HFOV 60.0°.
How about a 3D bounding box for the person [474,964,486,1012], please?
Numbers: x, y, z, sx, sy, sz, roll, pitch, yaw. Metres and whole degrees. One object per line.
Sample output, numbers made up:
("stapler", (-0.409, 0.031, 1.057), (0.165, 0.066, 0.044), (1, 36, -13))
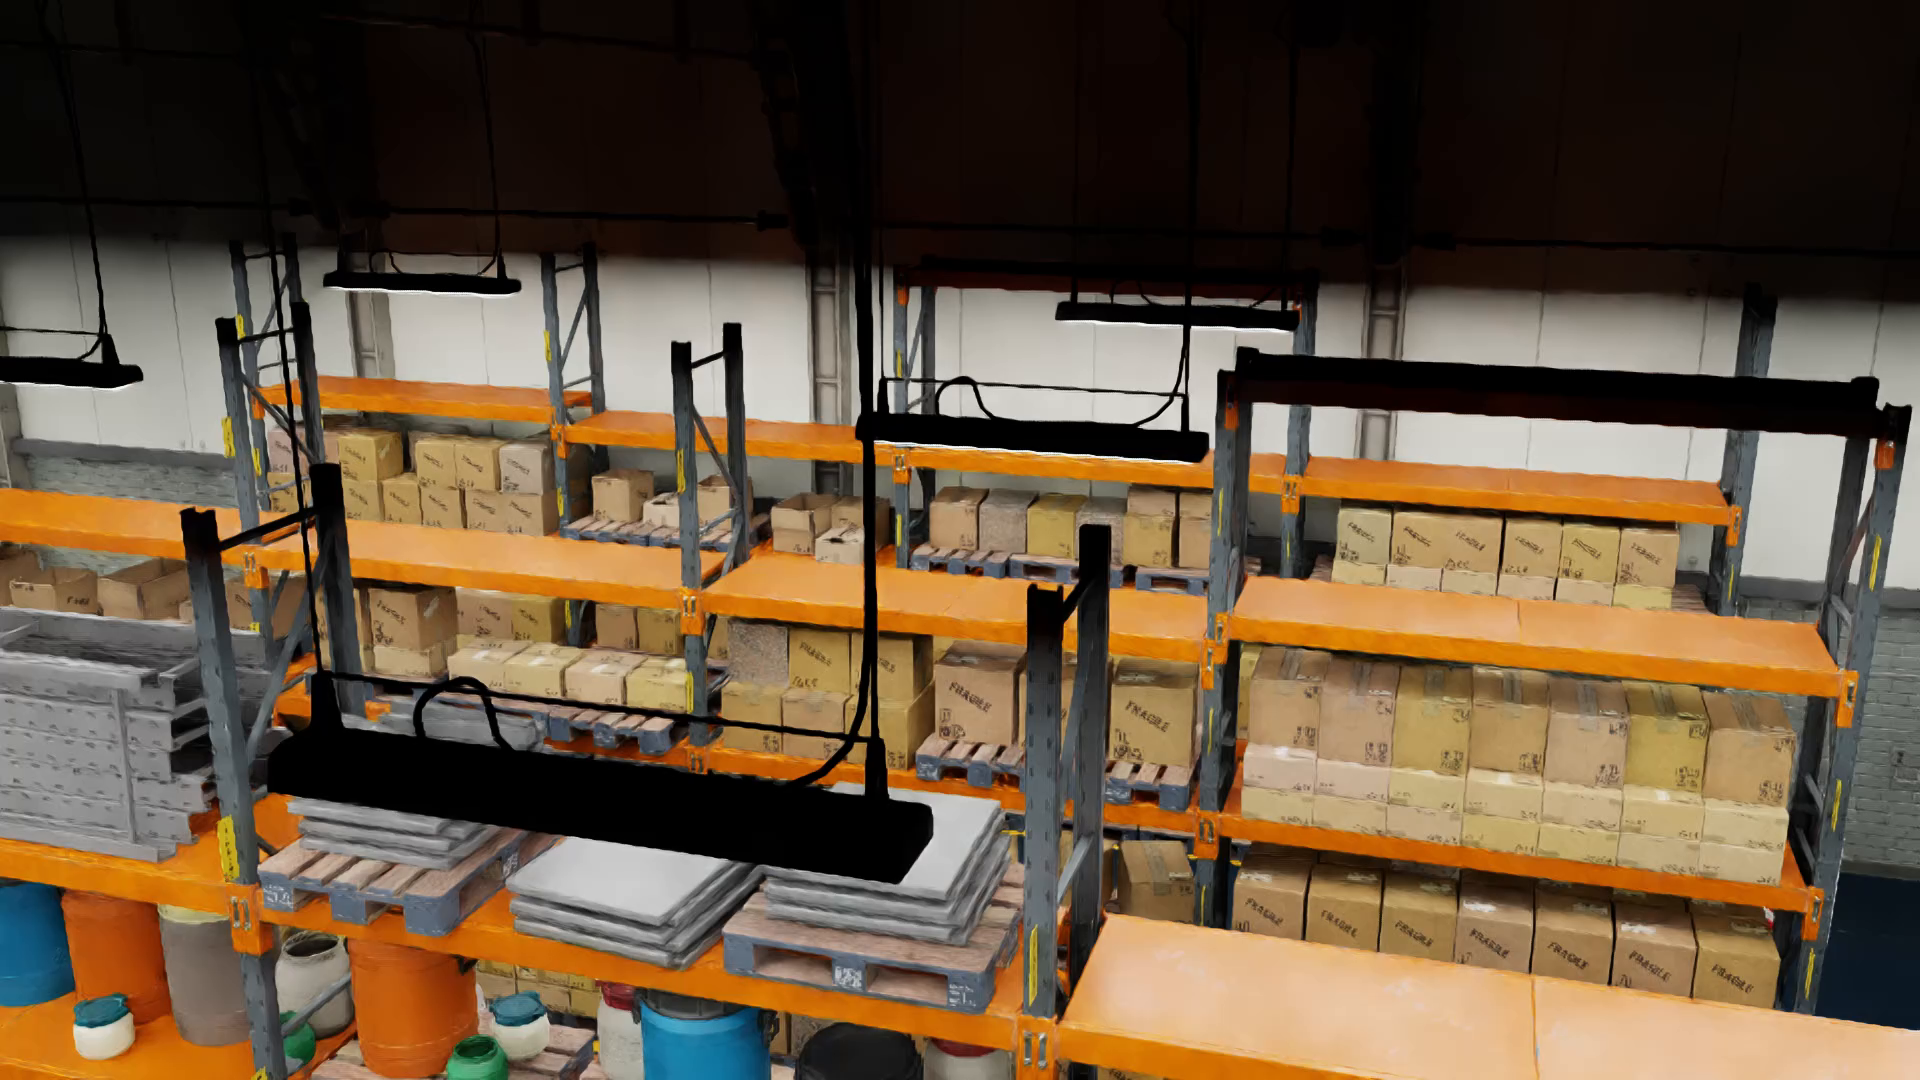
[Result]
("person", (-3.680, 3.843, 12.441), (0.998, 1.623, 0.448), (2, 16, 8))

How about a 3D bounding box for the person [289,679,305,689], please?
("person", (-7.456, 1.901, 19.056), (1.115, 1.700, 0.543), (6, 17, 19))
